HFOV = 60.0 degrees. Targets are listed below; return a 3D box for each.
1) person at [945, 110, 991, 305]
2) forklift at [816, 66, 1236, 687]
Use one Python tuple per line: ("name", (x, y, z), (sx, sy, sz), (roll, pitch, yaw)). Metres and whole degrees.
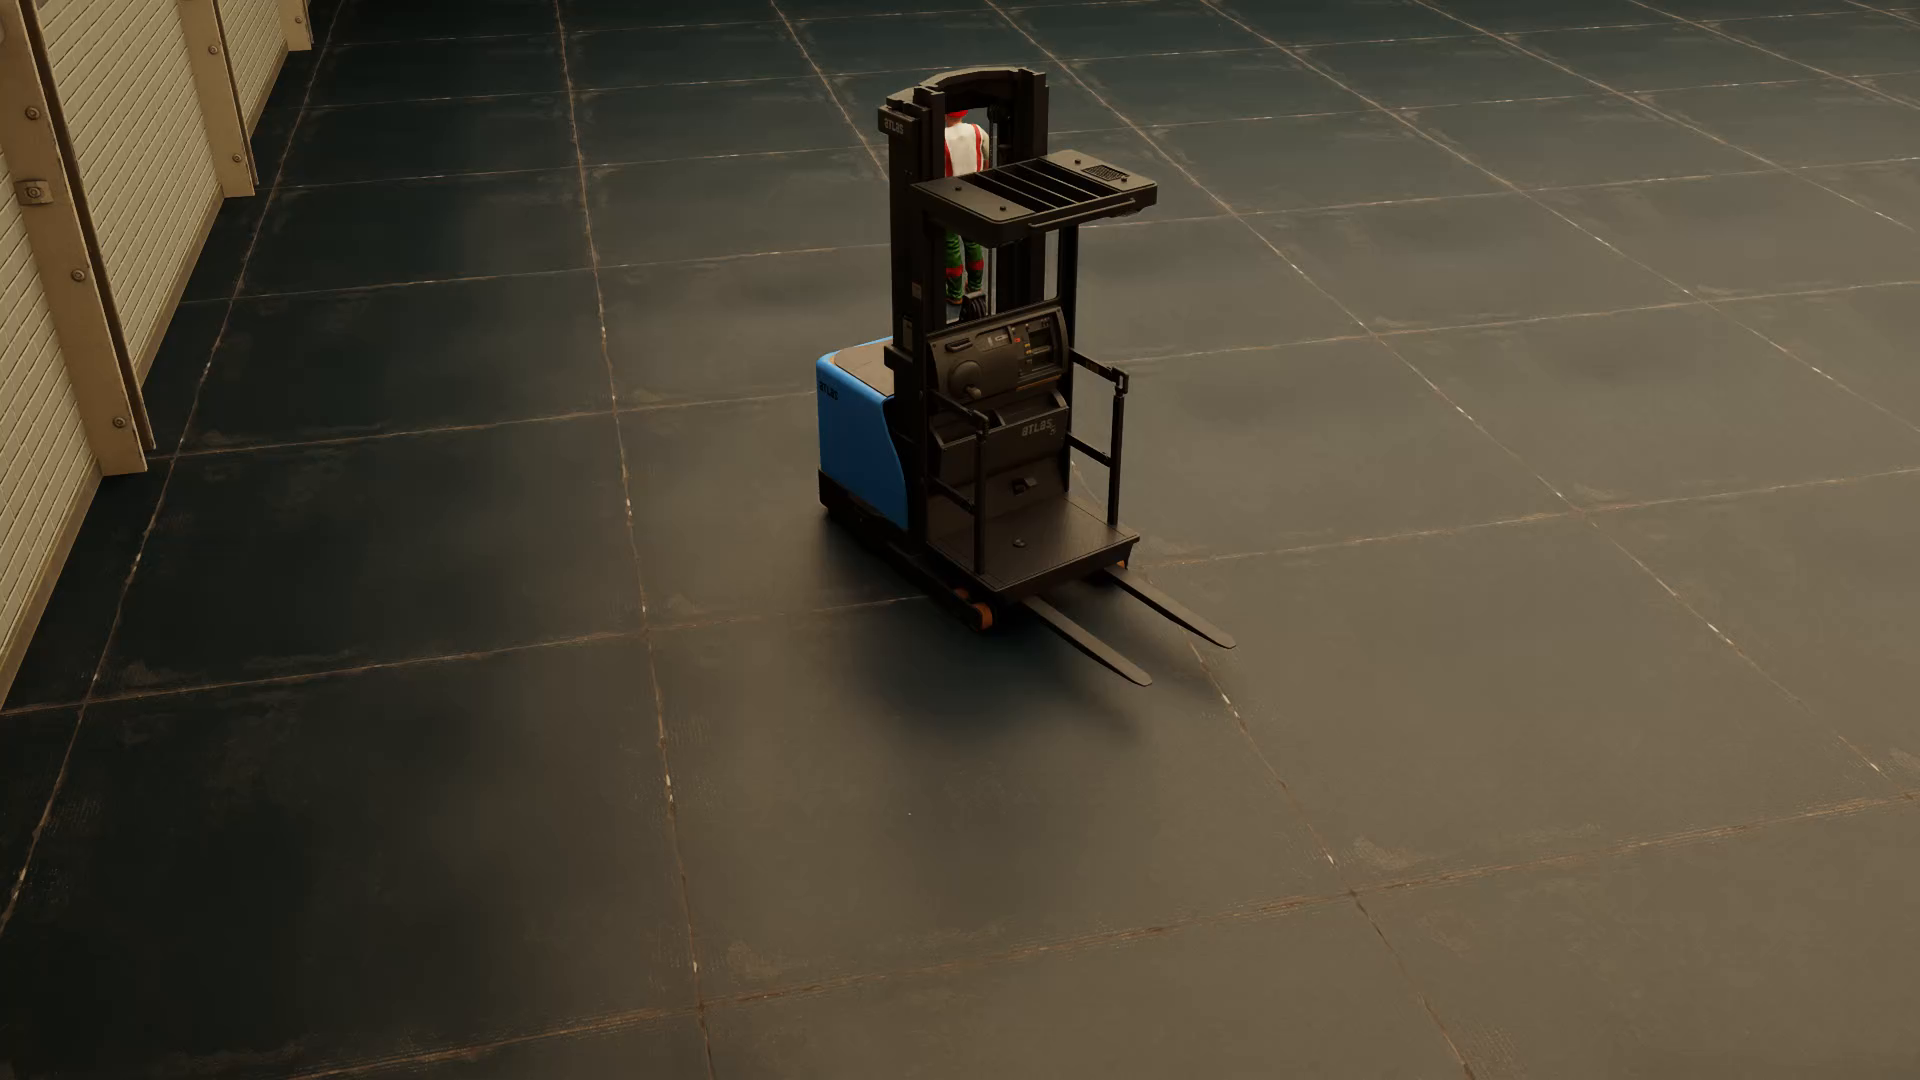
("person", (-0.053, -2.796, 13.530), (0.638, 1.786, 0.565), (-12, 32, -19))
("forklift", (0.355, -1.021, 9.338), (1.130, 2.935, 3.031), (-20, 35, -30))
